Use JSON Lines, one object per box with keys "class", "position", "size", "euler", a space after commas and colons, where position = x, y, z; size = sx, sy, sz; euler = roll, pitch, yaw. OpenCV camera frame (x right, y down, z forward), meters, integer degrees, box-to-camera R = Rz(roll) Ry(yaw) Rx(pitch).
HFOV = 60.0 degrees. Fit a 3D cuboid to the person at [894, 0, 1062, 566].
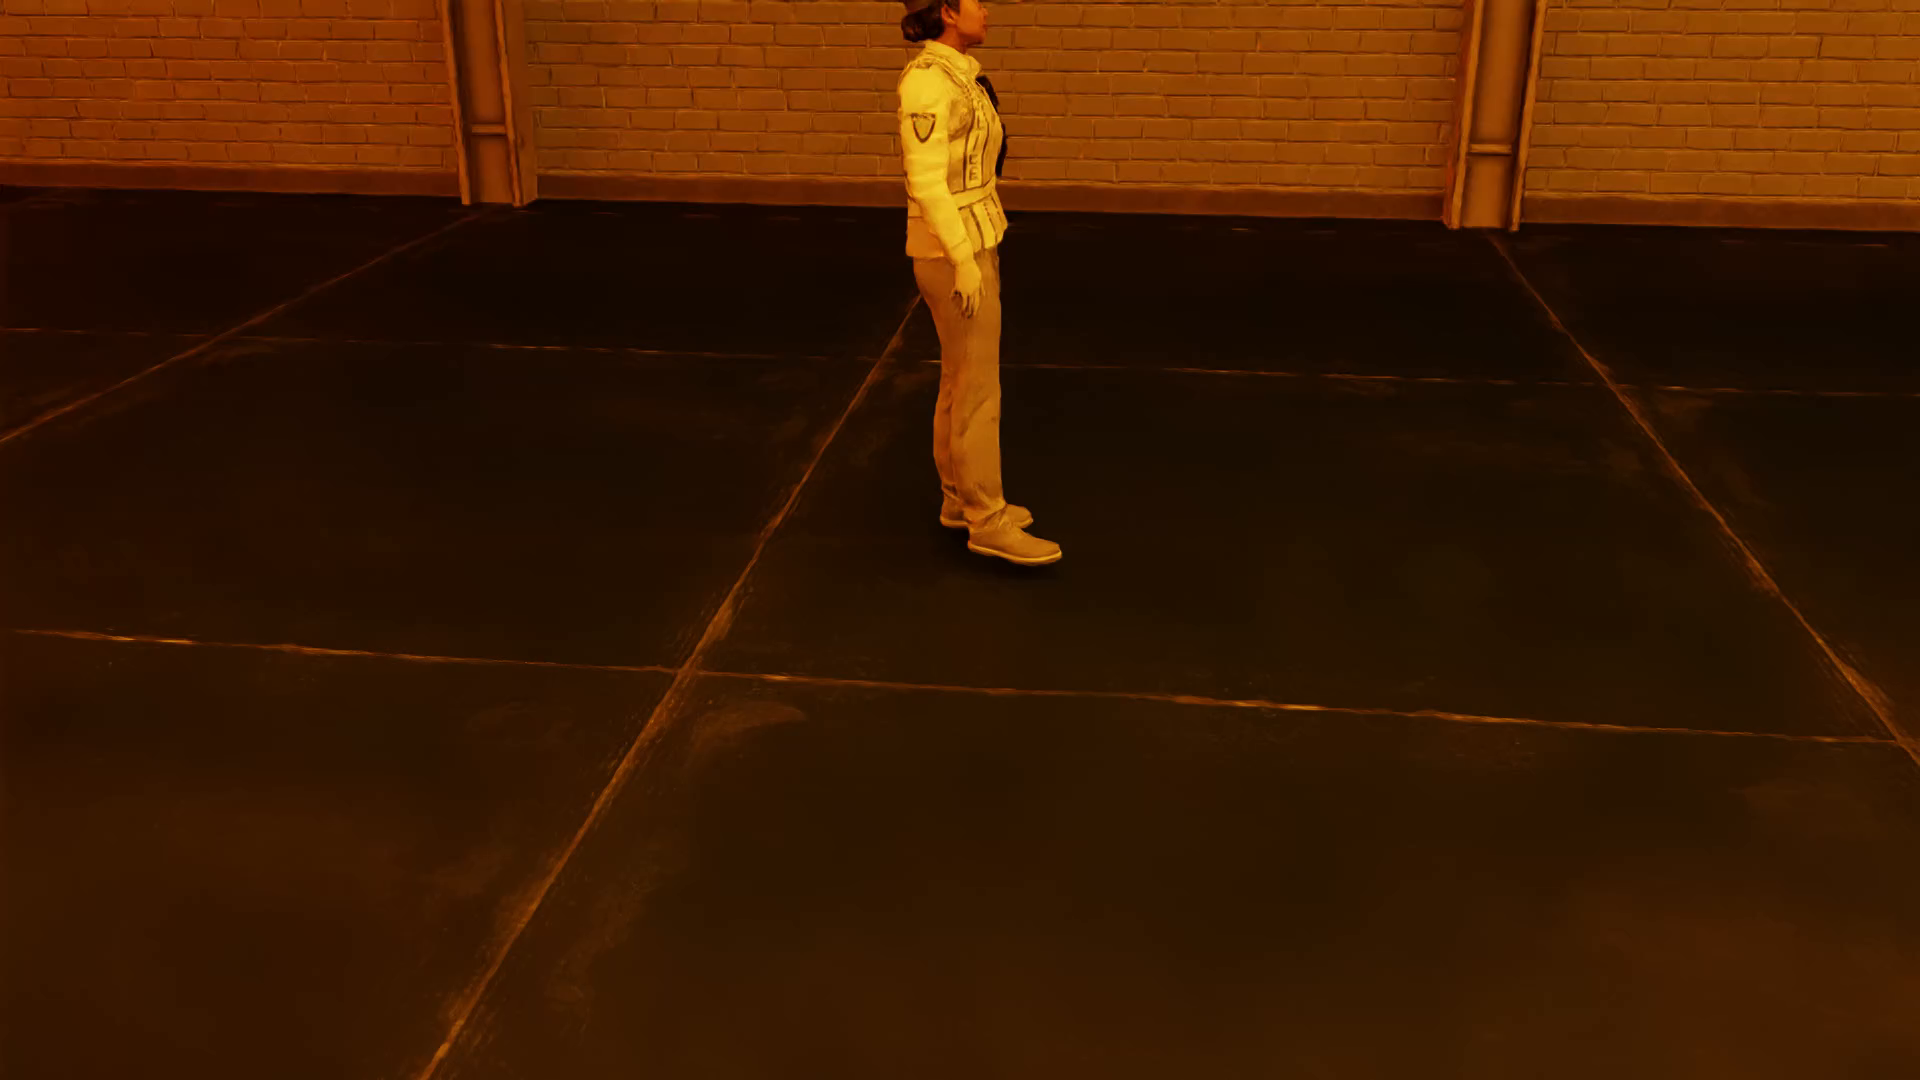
{"class": "person", "position": [0.065, -0.824, 4.829], "size": [0.534, 1.695, 0.586], "euler": [3, 22, 7]}
